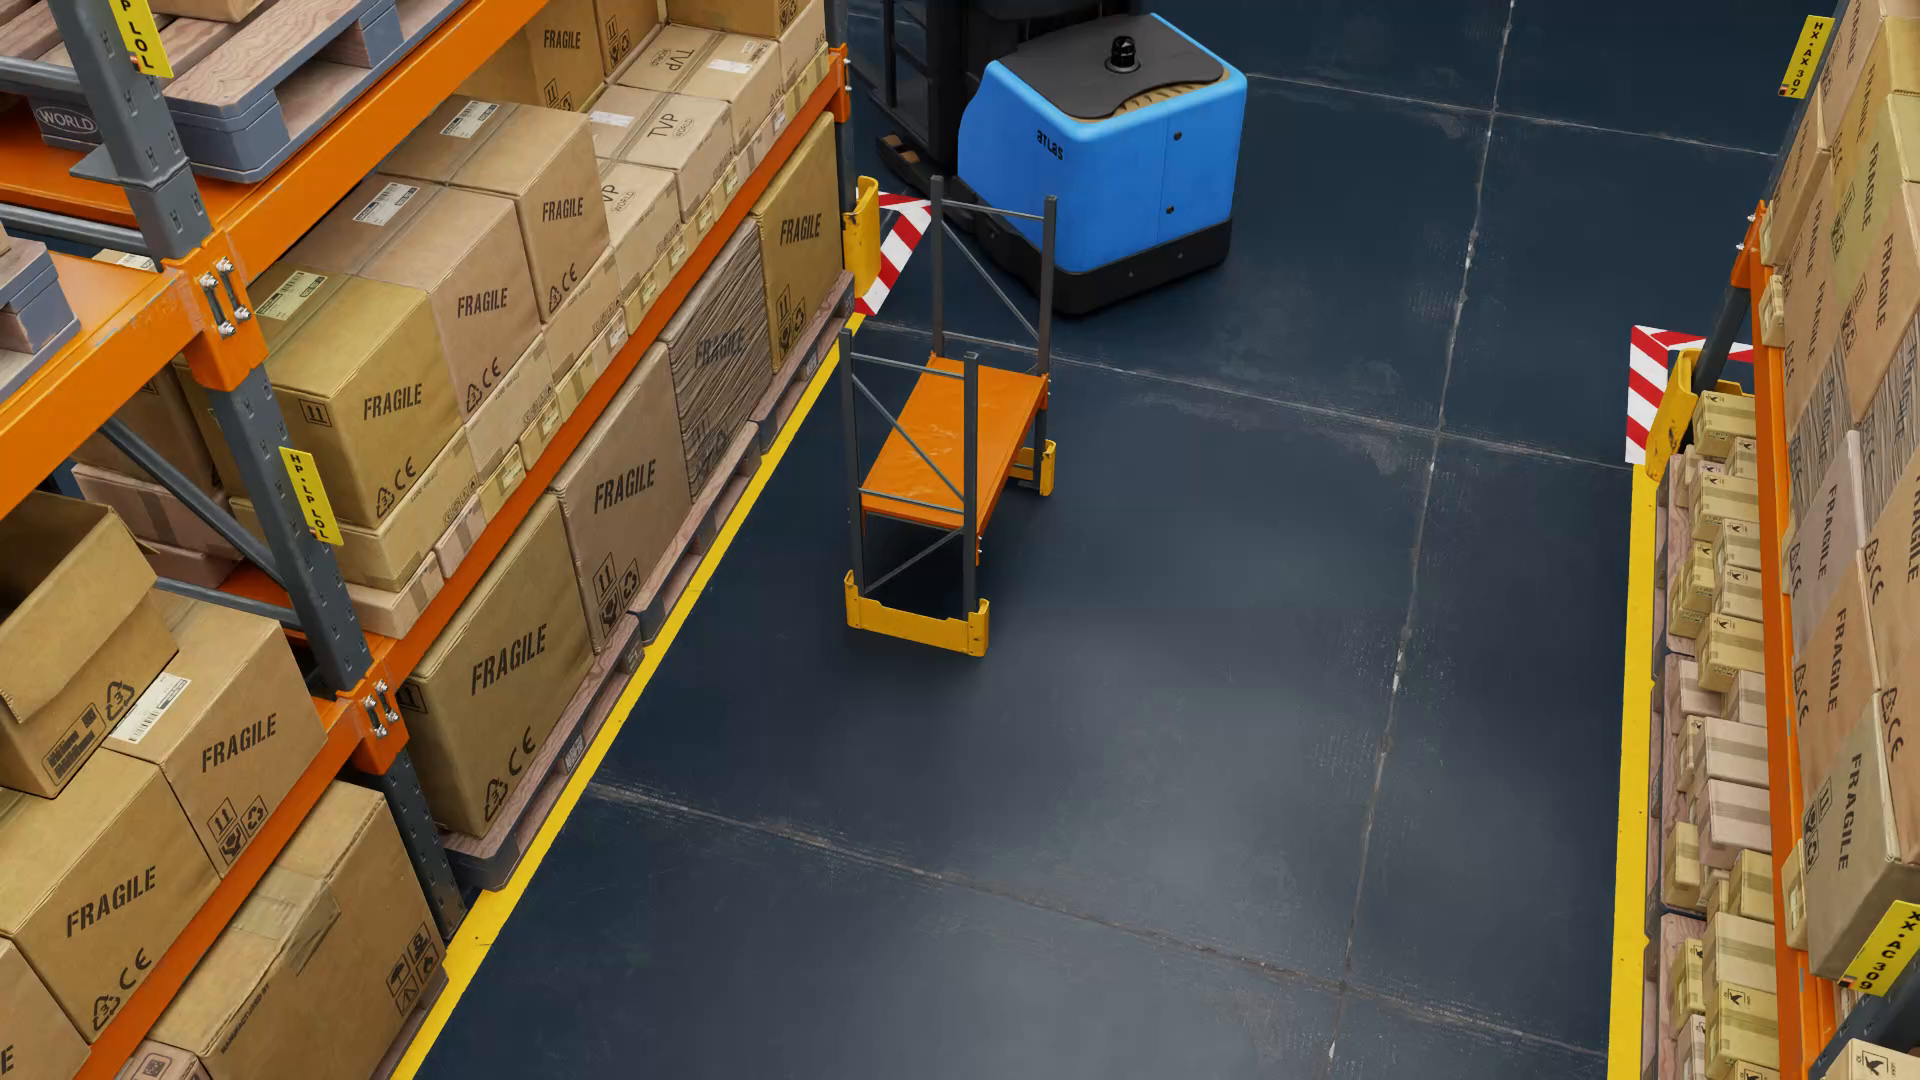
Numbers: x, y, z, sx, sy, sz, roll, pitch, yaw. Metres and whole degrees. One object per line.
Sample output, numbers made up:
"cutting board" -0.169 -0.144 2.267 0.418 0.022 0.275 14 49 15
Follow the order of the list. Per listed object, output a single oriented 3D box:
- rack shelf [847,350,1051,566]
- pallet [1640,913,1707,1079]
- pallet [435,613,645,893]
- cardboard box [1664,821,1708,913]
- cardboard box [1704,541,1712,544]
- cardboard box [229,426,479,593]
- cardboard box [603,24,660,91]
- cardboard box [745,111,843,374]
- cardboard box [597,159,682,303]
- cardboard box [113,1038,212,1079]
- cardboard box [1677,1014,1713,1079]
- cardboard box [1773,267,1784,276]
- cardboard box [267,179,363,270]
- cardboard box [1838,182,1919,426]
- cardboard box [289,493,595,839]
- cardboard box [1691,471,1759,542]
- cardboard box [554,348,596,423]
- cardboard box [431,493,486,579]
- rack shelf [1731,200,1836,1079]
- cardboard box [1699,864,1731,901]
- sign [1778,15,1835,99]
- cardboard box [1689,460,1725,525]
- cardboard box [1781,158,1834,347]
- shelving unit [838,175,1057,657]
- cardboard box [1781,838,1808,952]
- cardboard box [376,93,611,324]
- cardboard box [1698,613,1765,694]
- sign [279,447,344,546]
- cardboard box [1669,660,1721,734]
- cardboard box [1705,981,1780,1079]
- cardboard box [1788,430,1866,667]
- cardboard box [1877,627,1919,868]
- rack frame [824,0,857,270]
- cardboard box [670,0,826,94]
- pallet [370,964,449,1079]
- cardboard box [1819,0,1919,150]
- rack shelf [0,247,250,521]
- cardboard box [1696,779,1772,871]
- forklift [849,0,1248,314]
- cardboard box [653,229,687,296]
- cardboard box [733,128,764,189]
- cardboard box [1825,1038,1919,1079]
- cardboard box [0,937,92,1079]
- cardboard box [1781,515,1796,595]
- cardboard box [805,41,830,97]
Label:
"rack shelf" -0.026 -0.351 6.692 0.538 0.185 1.000 13 46 13
"pallet" 2.649 1.825 5.133 1.003 0.211 1.213 13 46 13
"pallet" -1.912 0.672 6.312 1.003 0.211 1.213 13 46 13
"cardboard box" 2.587 1.129 5.589 0.380 0.149 0.250 12 46 12
"cardboard box" 3.157 0.126 6.614 0.380 0.149 0.250 13 46 13
"cardboard box" -1.825 -0.145 5.047 0.500 0.250 0.500 12 46 12
"cardboard box" -1.559 -1.943 6.884 0.500 0.250 0.500 12 46 12
"cardboard box" -1.123 -1.448 7.703 0.875 0.875 0.875 13 46 13
"cardboard box" -1.361 -1.149 6.073 0.500 0.250 0.500 13 46 13
"cardboard box" -2.661 1.801 4.383 1.225 0.875 0.875 11 45 11
"cardboard box" 2.342 1.585 4.910 0.380 0.149 0.250 11 45 11
"cardboard box" 3.243 -0.968 6.173 0.380 0.149 0.250 14 46 14
"cardboard box" -2.177 -0.852 5.233 0.500 0.500 0.500 13 46 13
"cardboard box" 2.826 -0.619 4.638 0.500 0.500 0.500 11 45 11
"cardboard box" -1.941 0.352 5.864 0.875 0.875 0.875 13 46 13
"cardboard box" 3.041 -0.100 6.419 0.380 0.149 0.250 12 46 12
"cardboard box" -1.496 -0.569 5.765 0.380 0.149 0.250 12 46 12
"cardboard box" -1.731 -0.047 5.232 0.380 0.149 0.250 11 45 11
"rack shelf" 3.085 0.207 5.307 1.077 0.370 4.000 13 46 13
"cardboard box" 2.635 1.083 5.423 0.380 0.149 0.250 14 46 13
"sign" 3.174 -1.807 6.232 0.100 0.325 0.005 13 46 13
"cardboard box" 3.151 -0.155 6.688 0.380 0.149 0.250 12 46 12
"cardboard box" 3.154 -0.922 5.663 0.500 0.500 0.500 13 46 13
"shelving unit" -0.023 -0.485 6.573 0.587 1.500 1.083 13 46 13
"cardboard box" 2.317 0.938 4.225 0.380 0.149 0.250 11 46 11
"cardboard box" -1.518 -1.095 5.482 0.500 0.500 0.500 11 45 11
"cardboard box" 2.829 0.432 5.876 0.380 0.149 0.250 13 46 13
"sign" -1.697 -0.112 4.347 0.100 0.325 0.005 13 46 13
"cardboard box" 2.831 0.611 6.118 0.380 0.149 0.250 10 45 11
"cardboard box" 2.379 1.468 4.816 0.380 0.149 0.250 13 46 13
"cardboard box" 2.667 0.082 4.637 0.500 0.500 0.500 12 46 12
"cardboard box" 2.364 0.413 3.583 0.500 0.500 0.500 11 45 11
"rack frame" -1.005 -2.501 7.560 1.000 3.000 0.127 13 46 13
"cardboard box" -0.899 -2.174 7.121 0.500 0.250 0.500 12 46 12
"pallet" -2.379 1.692 5.269 1.003 0.211 1.213 13 46 13
"cardboard box" 3.302 -1.639 5.681 0.500 0.500 0.500 12 46 12
"rack shelf" -2.822 0.683 2.676 1.077 0.370 4.000 13 46 13
"cardboard box" 2.595 0.944 5.352 0.380 0.149 0.250 10 45 11
"forklift" 0.189 -3.174 8.297 1.130 2.935 3.031 -23 49 -22
"cardboard box" -1.263 -1.085 6.293 0.380 0.149 0.250 13 46 13
"cardboard box" -1.030 -1.596 6.815 0.380 0.149 0.250 13 46 13
"cardboard box" 1.922 1.175 3.257 0.380 0.149 0.250 15 46 15
"cardboard box" -2.406 1.177 3.730 0.500 0.500 0.500 12 46 12
"cardboard box" 2.748 0.076 5.107 0.380 0.149 0.250 13 46 13
"cardboard box" -0.799 -2.104 7.334 0.380 0.149 0.250 13 46 13
